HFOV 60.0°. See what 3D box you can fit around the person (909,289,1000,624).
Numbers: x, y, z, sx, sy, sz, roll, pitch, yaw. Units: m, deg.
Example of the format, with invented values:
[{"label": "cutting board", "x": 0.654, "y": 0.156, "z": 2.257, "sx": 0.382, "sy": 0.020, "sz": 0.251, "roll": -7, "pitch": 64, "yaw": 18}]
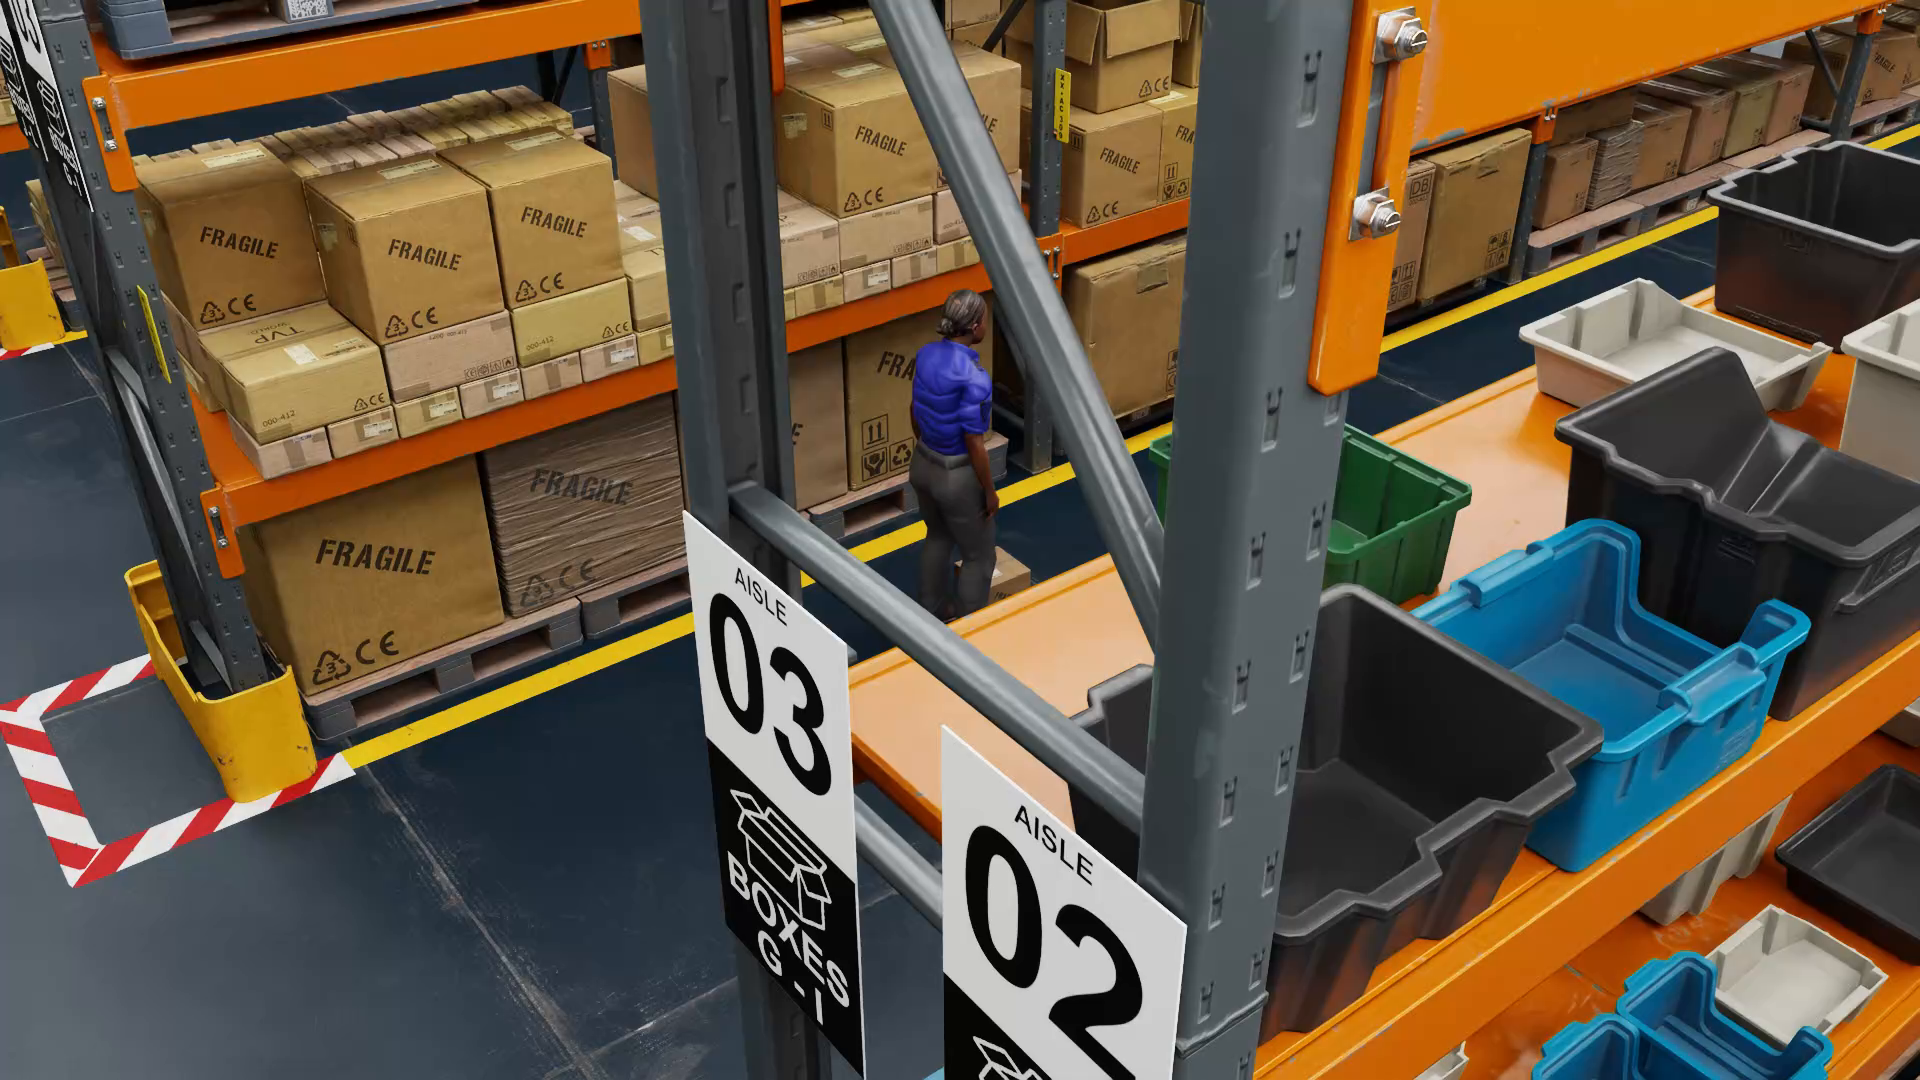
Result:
[{"label": "person", "x": -0.014, "y": -0.276, "z": 7.078, "sx": 0.352, "sy": 1.654, "sz": 0.505, "roll": -22, "pitch": 39, "yaw": -31}]
